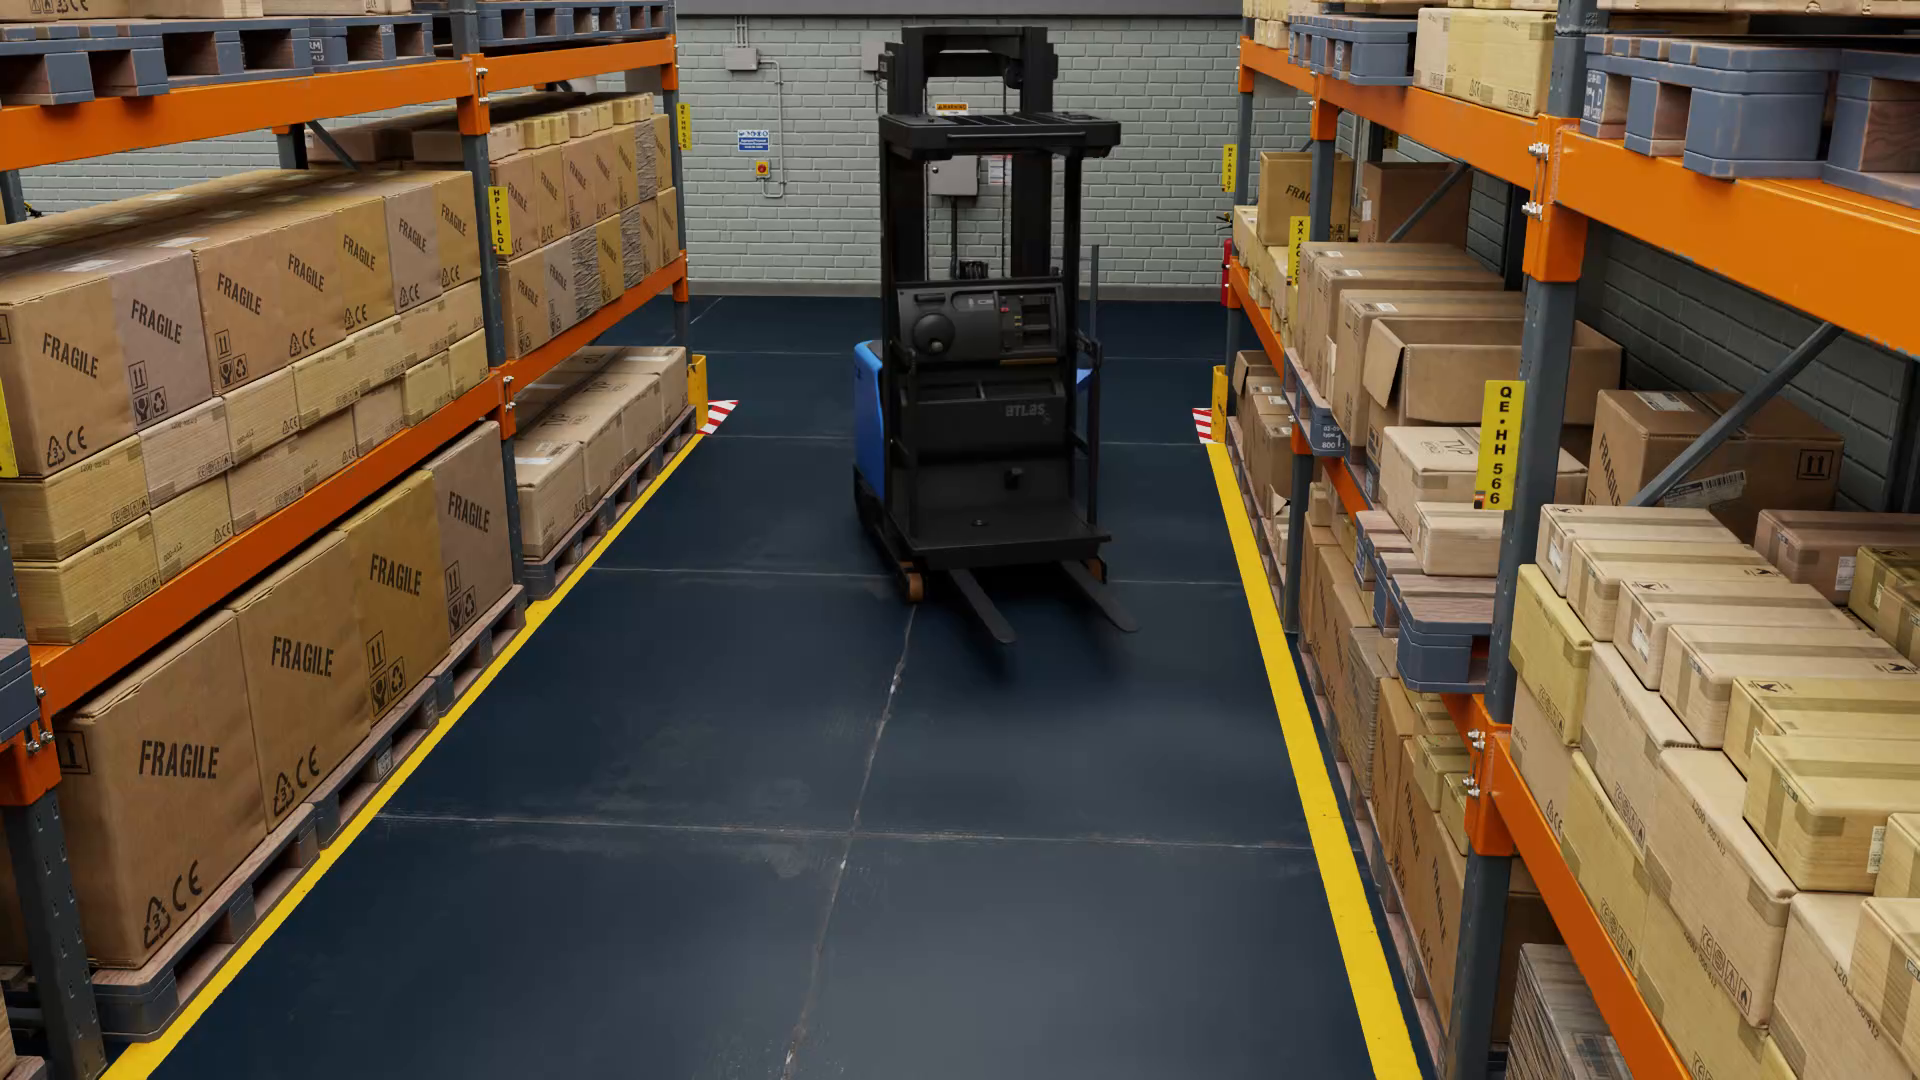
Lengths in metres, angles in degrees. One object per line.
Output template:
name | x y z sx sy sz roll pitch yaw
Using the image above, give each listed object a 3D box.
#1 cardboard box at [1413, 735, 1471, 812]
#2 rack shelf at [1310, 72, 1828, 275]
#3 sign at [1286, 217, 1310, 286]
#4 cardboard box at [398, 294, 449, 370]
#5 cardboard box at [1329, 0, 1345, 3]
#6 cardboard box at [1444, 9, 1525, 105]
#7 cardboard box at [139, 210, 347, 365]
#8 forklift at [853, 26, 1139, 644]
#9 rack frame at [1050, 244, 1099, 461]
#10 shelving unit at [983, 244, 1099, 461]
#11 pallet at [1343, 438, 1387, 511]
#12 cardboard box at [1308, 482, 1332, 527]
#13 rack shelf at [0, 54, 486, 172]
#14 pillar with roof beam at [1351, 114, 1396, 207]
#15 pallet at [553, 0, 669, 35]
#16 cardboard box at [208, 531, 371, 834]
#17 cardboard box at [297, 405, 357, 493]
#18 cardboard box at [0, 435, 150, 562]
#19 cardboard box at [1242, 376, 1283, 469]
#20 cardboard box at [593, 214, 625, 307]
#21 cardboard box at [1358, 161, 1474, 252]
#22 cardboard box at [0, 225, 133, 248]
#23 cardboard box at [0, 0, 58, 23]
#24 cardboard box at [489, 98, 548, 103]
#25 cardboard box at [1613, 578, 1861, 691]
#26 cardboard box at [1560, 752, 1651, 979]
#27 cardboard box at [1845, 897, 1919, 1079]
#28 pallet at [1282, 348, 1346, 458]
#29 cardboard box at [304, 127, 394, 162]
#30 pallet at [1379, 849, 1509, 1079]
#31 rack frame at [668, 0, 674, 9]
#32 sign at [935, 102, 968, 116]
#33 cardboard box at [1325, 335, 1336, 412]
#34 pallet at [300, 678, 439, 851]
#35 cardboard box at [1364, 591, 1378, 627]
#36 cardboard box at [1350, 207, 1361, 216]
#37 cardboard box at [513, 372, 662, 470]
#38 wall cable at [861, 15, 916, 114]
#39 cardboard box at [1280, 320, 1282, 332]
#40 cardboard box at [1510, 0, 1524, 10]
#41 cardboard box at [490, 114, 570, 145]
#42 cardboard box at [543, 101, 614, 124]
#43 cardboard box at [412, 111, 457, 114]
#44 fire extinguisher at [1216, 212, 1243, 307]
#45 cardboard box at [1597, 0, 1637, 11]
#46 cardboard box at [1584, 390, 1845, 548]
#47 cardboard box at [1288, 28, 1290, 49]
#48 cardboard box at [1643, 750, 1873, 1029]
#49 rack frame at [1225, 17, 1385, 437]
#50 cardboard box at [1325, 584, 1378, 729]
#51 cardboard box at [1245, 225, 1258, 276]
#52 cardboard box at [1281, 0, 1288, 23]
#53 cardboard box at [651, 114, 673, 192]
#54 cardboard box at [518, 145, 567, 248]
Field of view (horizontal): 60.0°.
cardboard box | 1.638 0.727 5.185 0.380 0.149 0.250 0 18 1
rack shelf | 2.010 -1.413 5.756 1.077 0.370 4.000 1 18 4
sign | 1.611 -1.372 7.902 0.100 0.325 0.005 1 18 4
cardboard box | -2.616 -0.929 7.379 0.500 0.250 0.500 2 18 5
cardboard box | 1.658 -2.183 6.518 0.380 0.149 0.250 2 18 5
cardboard box | 1.696 -1.383 4.752 0.500 0.250 0.500 1 18 4
cardboard box | -2.687 -0.960 6.268 0.500 0.500 0.500 2 18 5
forklift | 0.173 -1.185 8.832 1.130 2.935 3.031 -4 19 -13
rack frame | 0.691 -1.294 11.463 0.500 1.500 0.032 6 19 18
shelving unit | 0.527 -1.144 11.005 0.538 1.500 1.048 6 19 18
pallet | 2.001 -0.221 6.089 1.003 0.211 1.213 1 18 4
cardboard box | 1.862 -0.165 7.908 0.380 0.149 0.250 2 18 7
rack shelf | -2.941 -1.523 6.091 1.077 0.370 4.000 1 18 4
pillar with roof beam | -0.762 -5.957 13.652 9.100 9.000 0.400 1 18 4
pallet | -2.554 -3.455 10.976 1.003 0.211 1.213 1 18 4
cardboard box | -2.884 0.502 6.310 0.875 0.875 0.875 2 18 5
cardboard box | -2.704 -0.369 6.473 0.500 0.250 0.500 1 18 4
cardboard box | -2.802 -0.136 4.959 0.500 0.250 0.500 1 18 4
cardboard box | 2.201 -0.752 10.742 0.700 0.500 0.500 2 18 6
cardboard box | -2.384 -1.718 10.189 0.500 0.500 0.500 2 18 6
cardboard box | 2.525 -1.834 9.261 0.500 0.500 0.500 1 18 2
cardboard box | -3.238 -0.821 5.844 0.500 0.500 0.500 1 18 4
cardboard box | -3.203 -1.802 4.954 0.700 0.500 0.500 0 18 1
cardboard box | -2.894 -2.786 10.801 0.380 0.149 0.250 1 18 2
cardboard box | 1.539 0.192 3.319 0.380 0.149 0.250 2 18 5
cardboard box | 1.550 0.651 3.359 0.500 0.250 0.500 1 18 3
cardboard box | 1.387 0.586 2.117 0.380 0.149 0.250 1 18 2
pallet | 1.987 -0.614 7.287 1.003 0.211 1.213 1 18 4
cardboard box | -3.093 -1.994 8.383 0.380 0.149 0.250 1 18 3
pallet | 1.958 1.386 5.355 1.003 0.211 1.213 1 18 4
rack frame | -2.511 -5.154 11.199 1.000 3.000 0.127 1 18 4
sign | -0.086 -4.420 17.269 0.339 0.242 0.001 1 18 4
cardboard box | 1.671 -0.663 6.672 0.396 0.266 0.258 2 18 7
pallet | -2.863 0.886 6.880 1.003 0.211 1.213 1 18 4
cardboard box | 1.831 0.242 6.666 0.380 0.149 0.250 2 18 6
cardboard box | 2.672 -2.114 11.321 0.500 0.250 0.500 2 18 6
cardboard box | -2.516 -0.793 10.966 0.875 0.438 0.875 2 18 5
wall cable | -0.715 -4.509 17.236 0.588 1.984 0.122 1 18 4
cardboard box | 1.961 -1.179 9.109 0.380 0.149 0.250 2 18 5
cardboard box | 1.734 -1.529 4.554 0.380 0.149 0.250 2 18 5
cardboard box | -2.411 -2.301 9.321 0.380 0.149 0.250 1 18 2
cardboard box | -2.415 -2.699 10.536 0.380 0.149 0.250 1 18 3
cardboard box | -2.939 -2.390 9.591 0.380 0.149 0.250 1 18 3
fire extinguisher | 1.989 -2.035 12.040 0.296 0.674 0.183 1 18 4
cardboard box | 1.539 -1.168 3.394 0.380 0.166 0.250 1 18 4
cardboard box | 2.059 -0.112 4.612 0.500 0.500 0.500 2 18 7
cardboard box | 2.015 -2.771 9.149 0.380 0.149 0.250 1 18 4
cardboard box | 1.498 0.575 2.788 0.500 0.250 0.500 1 18 3
rack frame | 2.440 -2.193 11.799 1.000 3.000 0.127 1 18 4
cardboard box | 1.826 0.503 6.910 0.500 0.500 0.500 1 18 2
cardboard box | 2.070 -1.814 10.405 0.500 0.250 0.500 1 18 3
cardboard box | 2.013 -2.922 8.970 0.500 0.250 0.500 2 18 5
cardboard box | -2.308 -2.670 11.489 0.500 0.500 0.500 2 18 6
cardboard box | -2.480 -1.882 9.084 0.500 0.500 0.500 1 18 3
